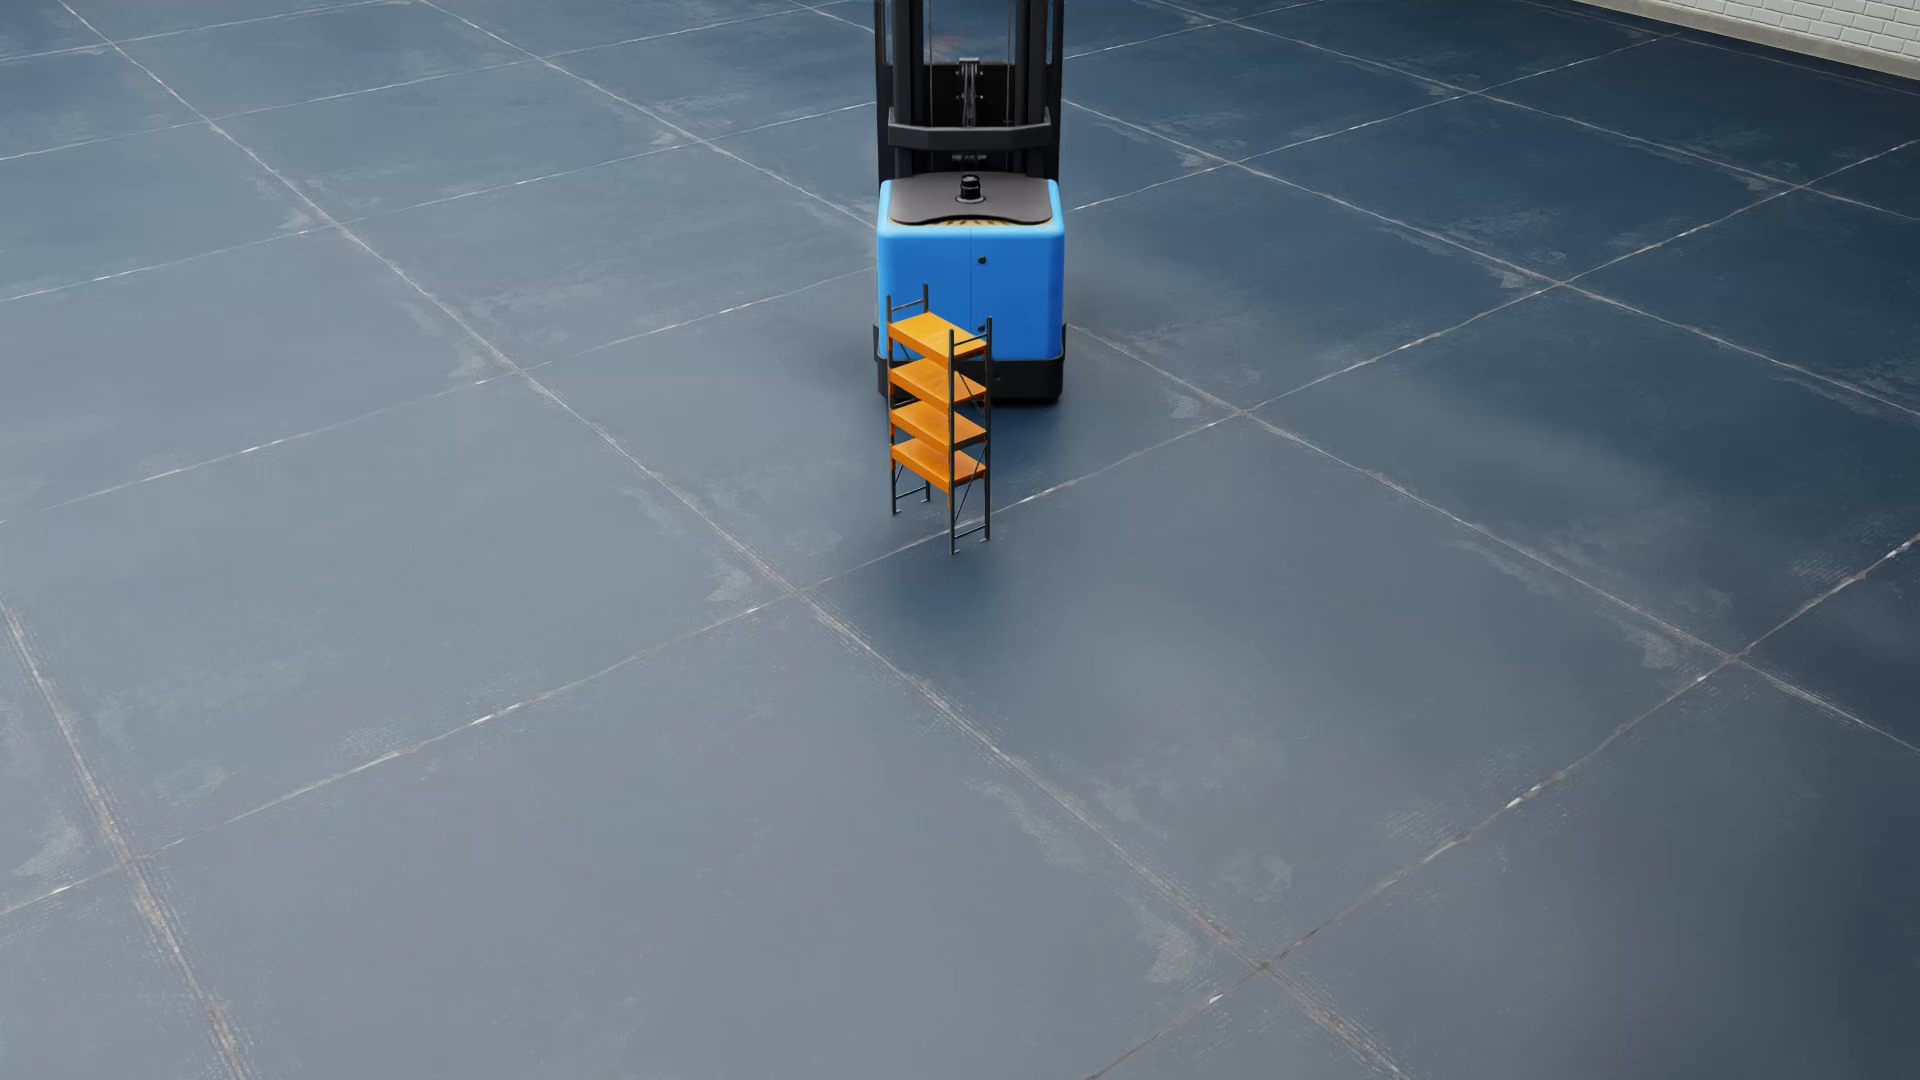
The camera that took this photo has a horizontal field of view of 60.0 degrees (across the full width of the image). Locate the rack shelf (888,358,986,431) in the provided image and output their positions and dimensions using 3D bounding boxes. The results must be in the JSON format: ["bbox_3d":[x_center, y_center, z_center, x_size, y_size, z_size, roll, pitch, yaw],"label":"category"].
[{"bbox_3d":[-0.101,-0.712,7.962,0.258,0.148,0.480,-22,38,-31],"label":"rack shelf"}]

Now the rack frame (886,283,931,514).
[{"bbox_3d":[-0.251,-0.680,8.208,0.240,1.200,0.015,-22,38,-31],"label":"rack frame"}]

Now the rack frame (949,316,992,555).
[{"bbox_3d":[0.048,-0.477,7.881,0.240,1.200,0.015,-22,38,-31],"label":"rack frame"}]

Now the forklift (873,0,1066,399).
[{"bbox_3d":[0.049,-2.782,9.952,1.130,2.935,3.031,0,32,0],"label":"forklift"}]

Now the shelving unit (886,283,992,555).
[{"bbox_3d":[-0.102,-0.579,8.045,0.258,1.200,0.503,-22,38,-31],"label":"shelving unit"}]

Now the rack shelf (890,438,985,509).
[{"bbox_3d":[-0.102,-0.353,8.185,0.258,0.148,0.480,-22,38,-31],"label":"rack shelf"}]

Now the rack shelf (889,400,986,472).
[{"bbox_3d":[-0.102,-0.522,8.080,0.258,0.148,0.480,-22,38,-31],"label":"rack shelf"}]

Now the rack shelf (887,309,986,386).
[{"bbox_3d":[-0.101,-0.912,7.837,0.258,0.148,0.480,-22,38,-31],"label":"rack shelf"}]
